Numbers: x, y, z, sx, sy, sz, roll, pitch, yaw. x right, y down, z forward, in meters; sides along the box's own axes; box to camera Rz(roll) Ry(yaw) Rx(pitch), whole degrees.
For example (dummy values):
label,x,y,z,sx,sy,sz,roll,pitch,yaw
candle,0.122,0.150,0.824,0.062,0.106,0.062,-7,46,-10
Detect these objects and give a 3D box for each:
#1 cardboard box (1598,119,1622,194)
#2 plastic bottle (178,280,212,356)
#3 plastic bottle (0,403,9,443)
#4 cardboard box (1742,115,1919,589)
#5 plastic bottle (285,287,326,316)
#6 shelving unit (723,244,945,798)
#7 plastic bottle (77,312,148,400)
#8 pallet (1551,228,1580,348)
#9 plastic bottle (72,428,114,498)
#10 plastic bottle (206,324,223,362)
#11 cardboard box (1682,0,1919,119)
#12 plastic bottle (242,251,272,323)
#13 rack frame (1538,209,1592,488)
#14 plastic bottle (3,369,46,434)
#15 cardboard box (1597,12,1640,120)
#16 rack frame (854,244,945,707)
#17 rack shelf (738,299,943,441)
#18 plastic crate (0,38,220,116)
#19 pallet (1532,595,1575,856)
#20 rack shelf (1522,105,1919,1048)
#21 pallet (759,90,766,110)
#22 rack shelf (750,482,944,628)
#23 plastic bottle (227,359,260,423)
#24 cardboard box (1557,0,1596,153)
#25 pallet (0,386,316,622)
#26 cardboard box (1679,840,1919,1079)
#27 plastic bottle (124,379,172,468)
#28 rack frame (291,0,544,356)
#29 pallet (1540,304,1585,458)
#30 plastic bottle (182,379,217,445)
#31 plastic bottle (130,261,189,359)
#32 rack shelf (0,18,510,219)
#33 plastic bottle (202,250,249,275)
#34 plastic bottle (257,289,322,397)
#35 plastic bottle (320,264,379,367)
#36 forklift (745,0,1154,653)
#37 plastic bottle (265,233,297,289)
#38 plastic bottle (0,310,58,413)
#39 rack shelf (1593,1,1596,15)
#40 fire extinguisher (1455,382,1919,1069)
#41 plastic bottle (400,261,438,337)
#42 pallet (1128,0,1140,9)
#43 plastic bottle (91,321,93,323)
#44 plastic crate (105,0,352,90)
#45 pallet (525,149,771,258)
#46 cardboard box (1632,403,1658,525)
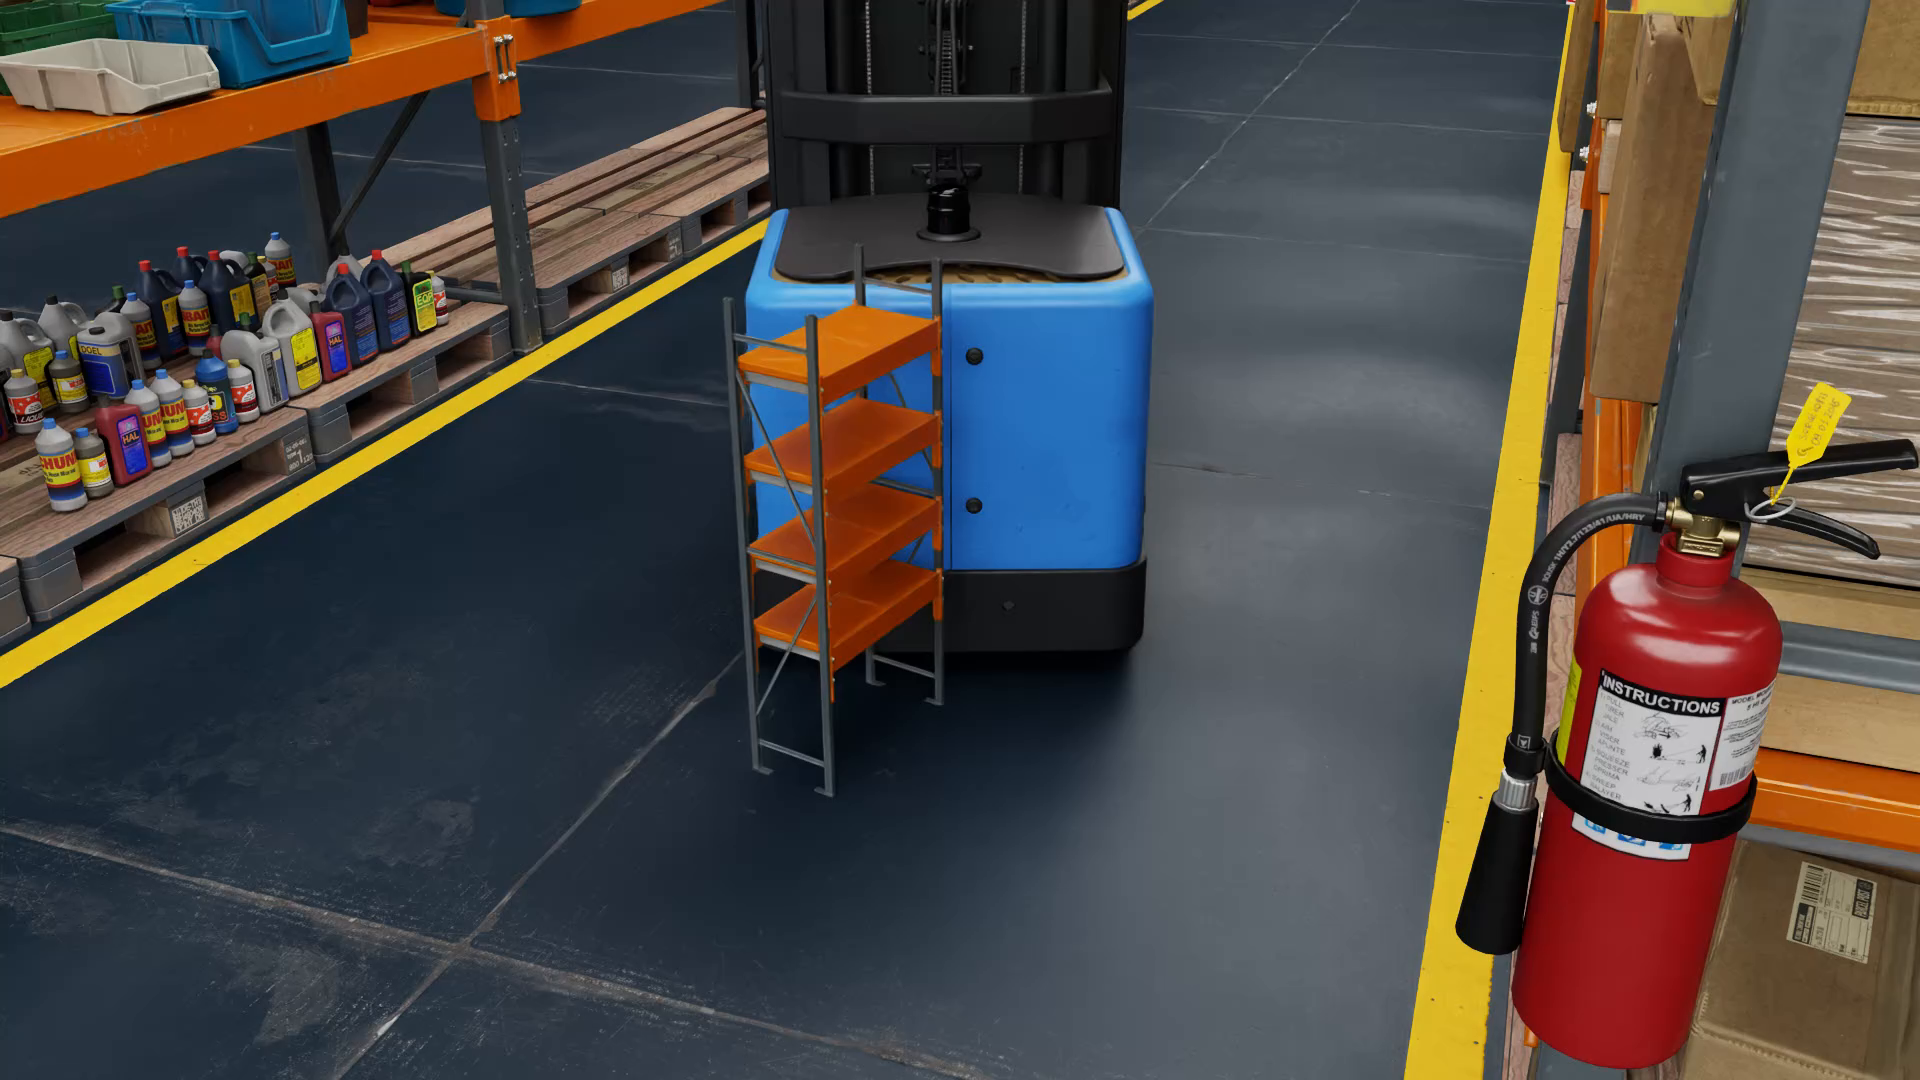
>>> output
label,x,y,z,sx,sy,sz,roll,pitch,yaw
cardboard box,1.744,-0.917,3.991,0.380,0.149,0.250,9,27,17
plastic bottle,-2.817,-0.823,6.134,0.097,0.271,0.097,0,26,0
plastic bottle,-3.146,-0.436,5.321,0.061,0.283,0.133,9,27,17
cardboard box,1.325,-0.241,1.849,0.875,0.500,0.500,9,27,17
plastic bottle,-2.377,-0.800,6.080,0.152,0.276,0.135,9,27,17
shelving unit,-0.275,-0.043,3.962,0.258,1.200,0.503,15,30,28
plastic bottle,-2.939,-0.639,5.748,0.152,0.276,0.135,9,27,17
pallet,3.110,-1.052,7.180,1.003,0.211,1.213,9,27,17
plastic bottle,-2.622,-0.239,5.008,0.097,0.201,0.097,0,26,0
plastic bottle,-2.495,-0.608,5.676,0.061,0.283,0.133,9,27,17
cardboard box,1.067,-0.731,1.713,0.500,0.500,0.500,9,27,17
plastic bottle,-2.724,-0.958,6.398,0.061,0.283,0.133,9,27,17
rack frame,2.448,-1.484,4.872,1.000,3.000,0.127,9,27,17
plastic bottle,-3.077,-0.461,5.466,0.097,0.201,0.097,0,26,0
cardboard box,2.040,-1.286,4.008,0.875,0.500,0.500,9,27,17
rack frame,-0.146,-0.133,4.149,0.240,1.200,0.015,15,30,28
rack shelf,-0.275,-0.397,3.791,0.258,0.148,0.480,15,30,28
plastic crate,-2.525,-1.379,4.959,0.530,0.136,0.437,9,27,17
pallet,1.853,0.556,3.860,1.003,0.211,1.213,9,27,17
rack shelf,1.782,-0.338,3.331,1.077,0.370,4.000,9,27,17
pallet,-0.669,-2.921,11.040,1.003,0.211,1.213,9,27,17
rack shelf,-0.275,0.017,3.991,0.258,0.148,0.480,15,30,28
plastic bottle,-2.408,-0.504,5.554,0.097,0.201,0.097,0,26,0
cardboard box,4.028,-2.641,9.218,1.225,0.875,0.875,7,27,15
pallet,-2.890,-0.174,5.367,1.003,0.211,1.213,9,27,17
cardboard box,1.340,0.842,2.455,0.500,0.500,0.500,14,29,27
plastic bottle,-2.543,-0.369,5.196,0.097,0.271,0.097,0,26,0
rack frame,-2.223,-2.202,6.356,1.000,3.000,0.127,9,27,17
pallet,2.705,-0.549,6.141,1.003,0.211,1.213,9,27,17
plastic bottle,-2.477,-0.419,5.380,0.097,0.201,0.097,0,26,0
plastic bottle,-2.946,-0.858,6.116,0.144,0.351,0.185,8,27,15
rack shelf,-2.889,-1.056,4.815,1.077,0.370,4.000,9,27,17
plastic bottle,-2.824,-0.970,6.431,0.152,0.276,0.135,10,27,19
plastic bottle,-2.337,-0.690,5.767,0.144,0.351,0.185,9,27,17
plastic bottle,-2.229,-0.822,6.041,0.144,0.351,0.185,7,27,15
forklift,-0.051,-1.613,5.219,1.130,2.935,3.031,0,26,-1
plastic bottle,-2.742,-1.104,6.715,0.097,0.271,0.097,0,26,0
plastic bottle,-3.149,-0.607,5.597,0.144,0.351,0.185,10,28,20
rack shelf,4.444,-3.625,10.121,1.077,0.370,4.000,9,27,17
fire extinguisher,0.644,0.175,1.535,0.296,0.674,0.183,9,27,17
plastic bottle,-2.072,-0.932,6.344,0.061,0.283,0.133,10,28,20
pallet,1.052,-5.045,15.428,1.003,0.211,1.213,9,27,17
plastic bottle,-3.062,-0.678,5.915,0.097,0.201,0.097,0,26,0
plastic crate,-2.335,-1.641,5.367,0.499,0.251,0.616,9,27,17
pallet,-1.594,-1.778,8.680,1.003,0.211,1.213,9,27,17
cardboard box,1.135,-0.087,2.275,0.380,0.149,0.250,9,27,17
